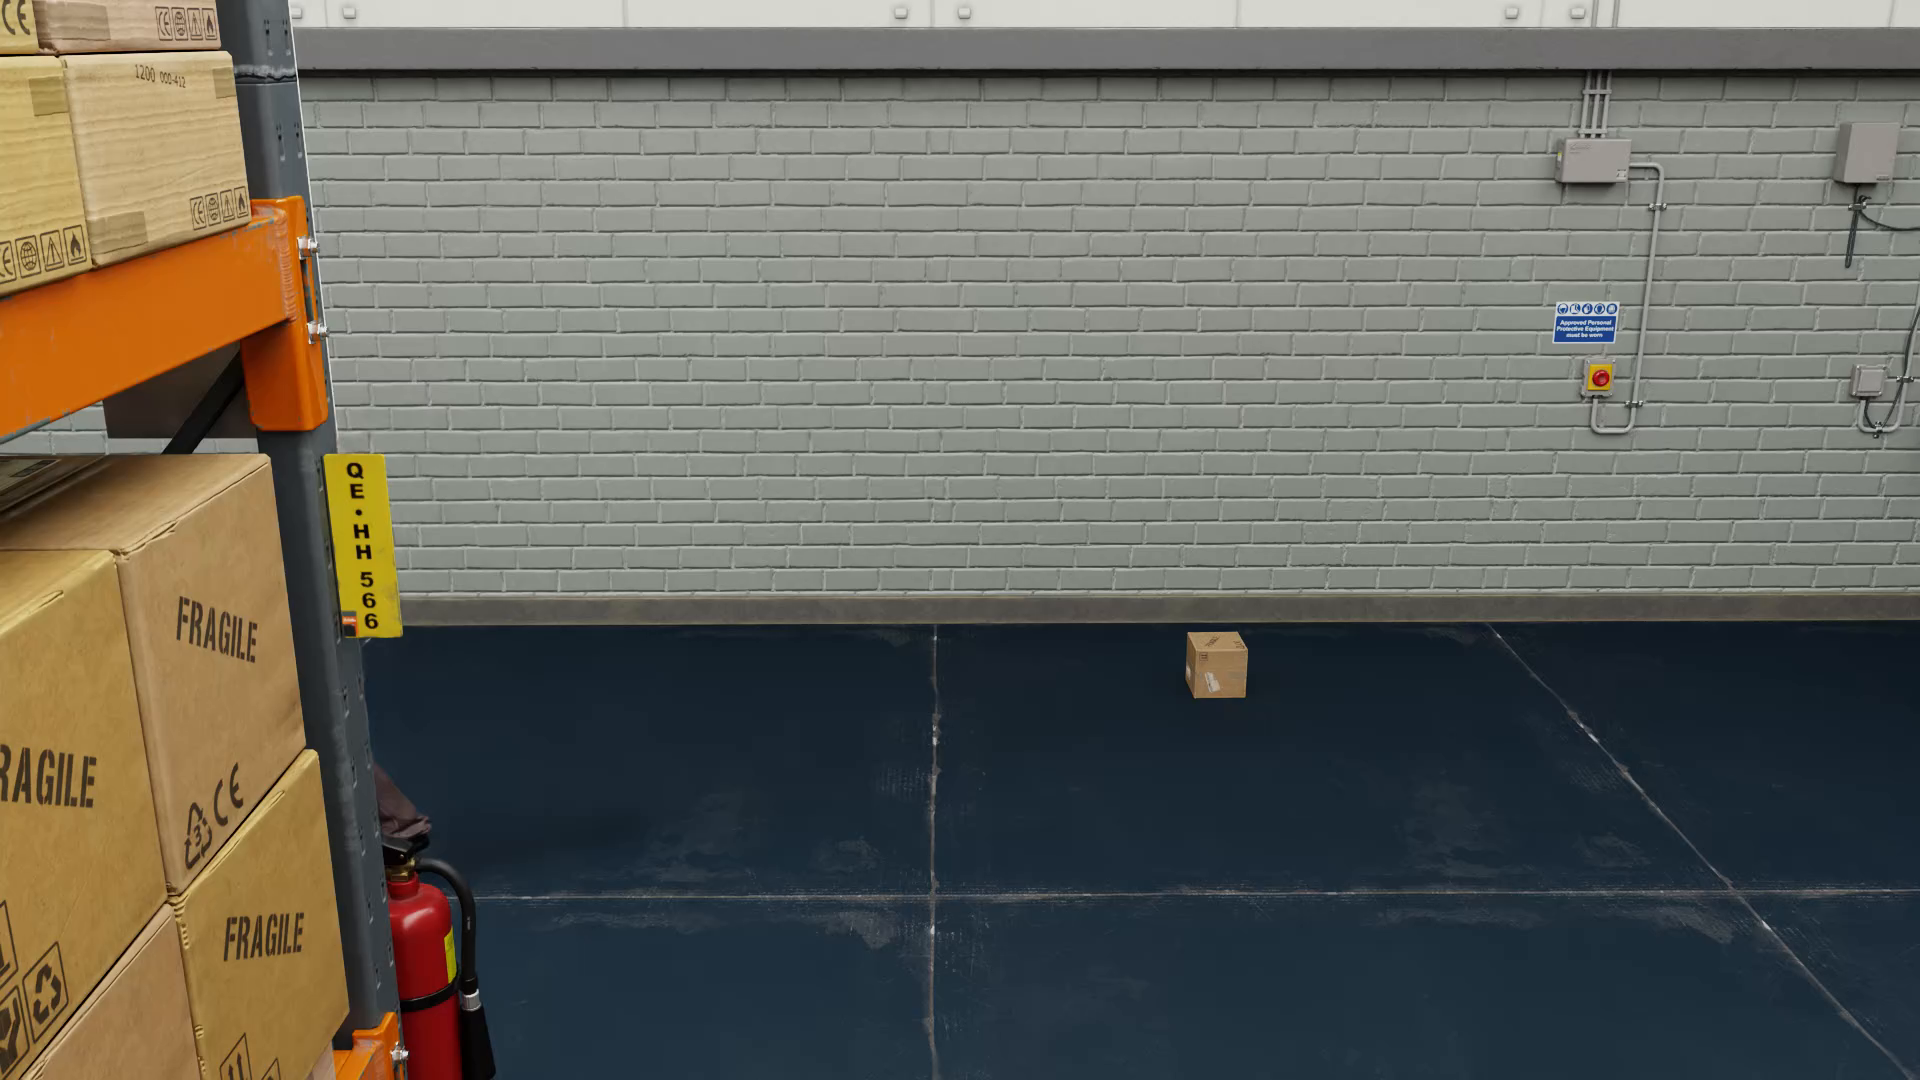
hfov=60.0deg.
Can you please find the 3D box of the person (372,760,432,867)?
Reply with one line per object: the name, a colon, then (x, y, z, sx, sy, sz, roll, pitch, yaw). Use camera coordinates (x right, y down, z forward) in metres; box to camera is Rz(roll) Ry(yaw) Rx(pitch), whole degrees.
person: (-2.468, 0.508, 5.927, 1.024, 1.673, 0.557, -8, 19, -25)
